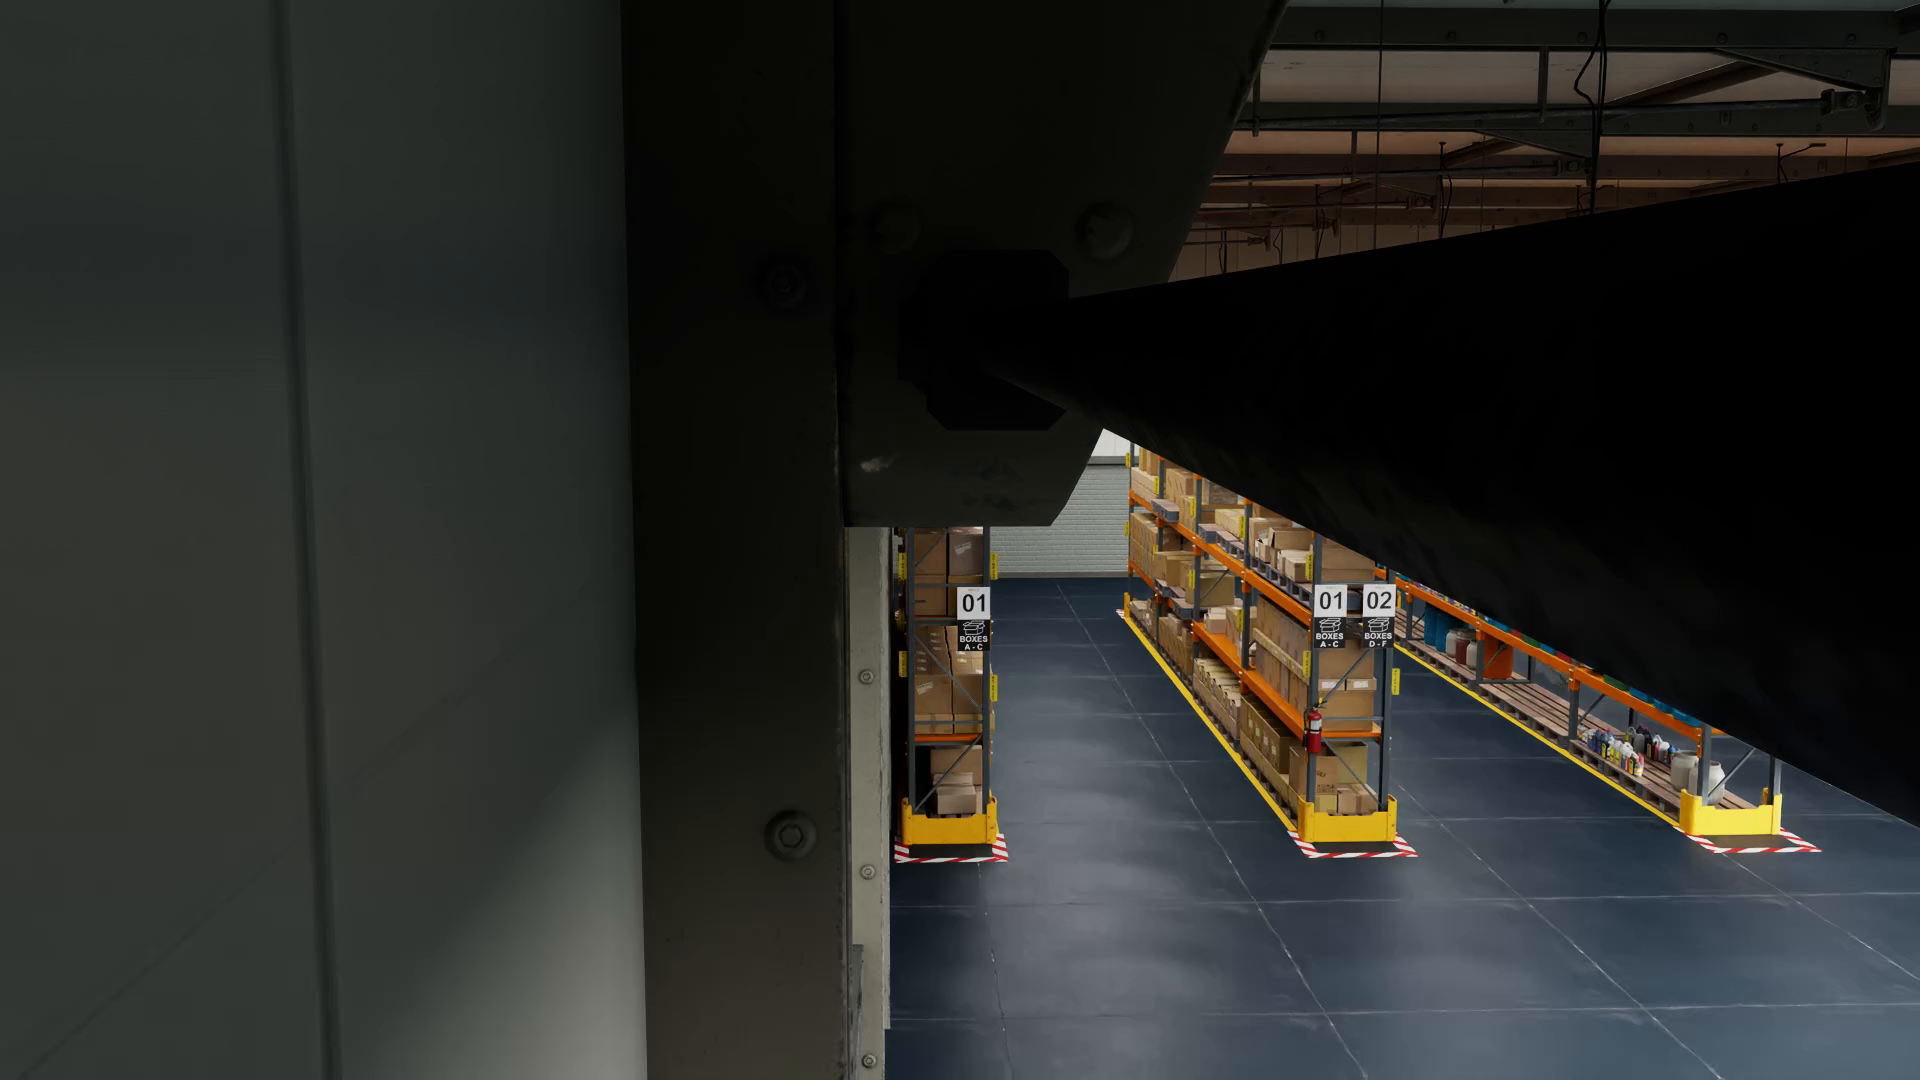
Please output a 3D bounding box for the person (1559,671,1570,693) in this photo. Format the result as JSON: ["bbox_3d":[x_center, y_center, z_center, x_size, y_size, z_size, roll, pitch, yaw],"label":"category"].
[{"bbox_3d":[10.807,1.752,29.235,0.499,1.764,0.986,0,7,-3],"label":"person"}]
